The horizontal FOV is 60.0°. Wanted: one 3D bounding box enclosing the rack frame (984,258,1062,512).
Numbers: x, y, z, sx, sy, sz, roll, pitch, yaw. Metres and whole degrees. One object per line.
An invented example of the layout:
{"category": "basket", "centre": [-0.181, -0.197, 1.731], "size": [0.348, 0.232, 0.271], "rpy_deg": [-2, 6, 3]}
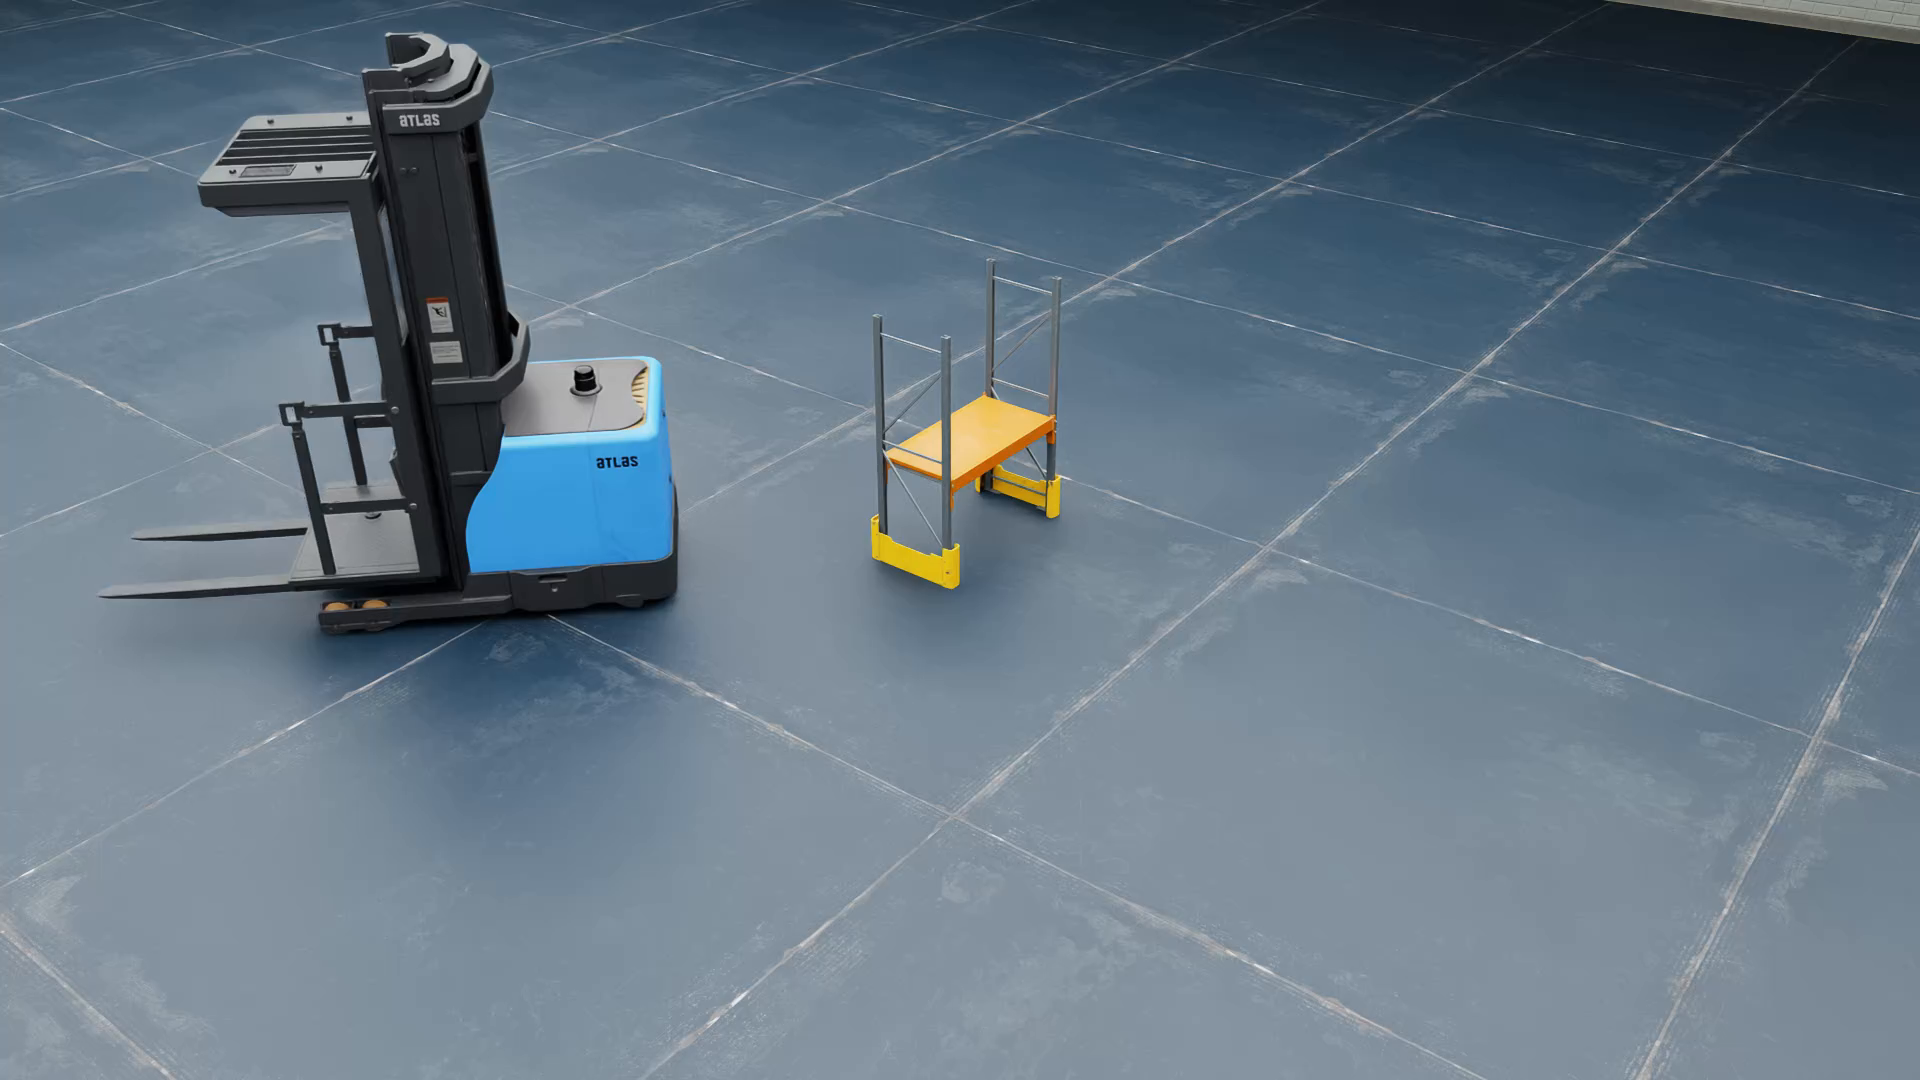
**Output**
{"category": "rack frame", "centre": [0.358, -0.887, 9.775], "size": [0.500, 1.500, 0.032], "rpy_deg": [21, 37, 31]}

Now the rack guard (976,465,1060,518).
{"category": "rack guard", "centre": [0.347, -0.341, 10.080], "size": [0.587, 0.250, 0.087], "rpy_deg": [21, 37, 31]}

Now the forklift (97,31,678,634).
{"category": "forklift", "centre": [-3.119, -1.045, 8.638], "size": [3.031, 2.935, 1.130], "rpy_deg": [-4, 31, -7]}

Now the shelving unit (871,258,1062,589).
{"category": "shelving unit", "centre": [0.046, -0.676, 9.420], "size": [0.587, 1.500, 1.083], "rpy_deg": [21, 37, 31]}

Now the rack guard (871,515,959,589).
{"category": "rack guard", "centre": [-0.255, 0.064, 9.397], "size": [0.587, 0.250, 0.087], "rpy_deg": [21, 37, 31]}

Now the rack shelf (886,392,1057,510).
{"category": "rack shelf", "centre": [0.052, -0.525, 9.518], "size": [0.538, 0.185, 1.000], "rpy_deg": [21, 37, 31]}

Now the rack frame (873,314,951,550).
{"category": "rack frame", "centre": [-0.255, -0.473, 9.077], "size": [0.500, 1.500, 0.032], "rpy_deg": [21, 37, 31]}
